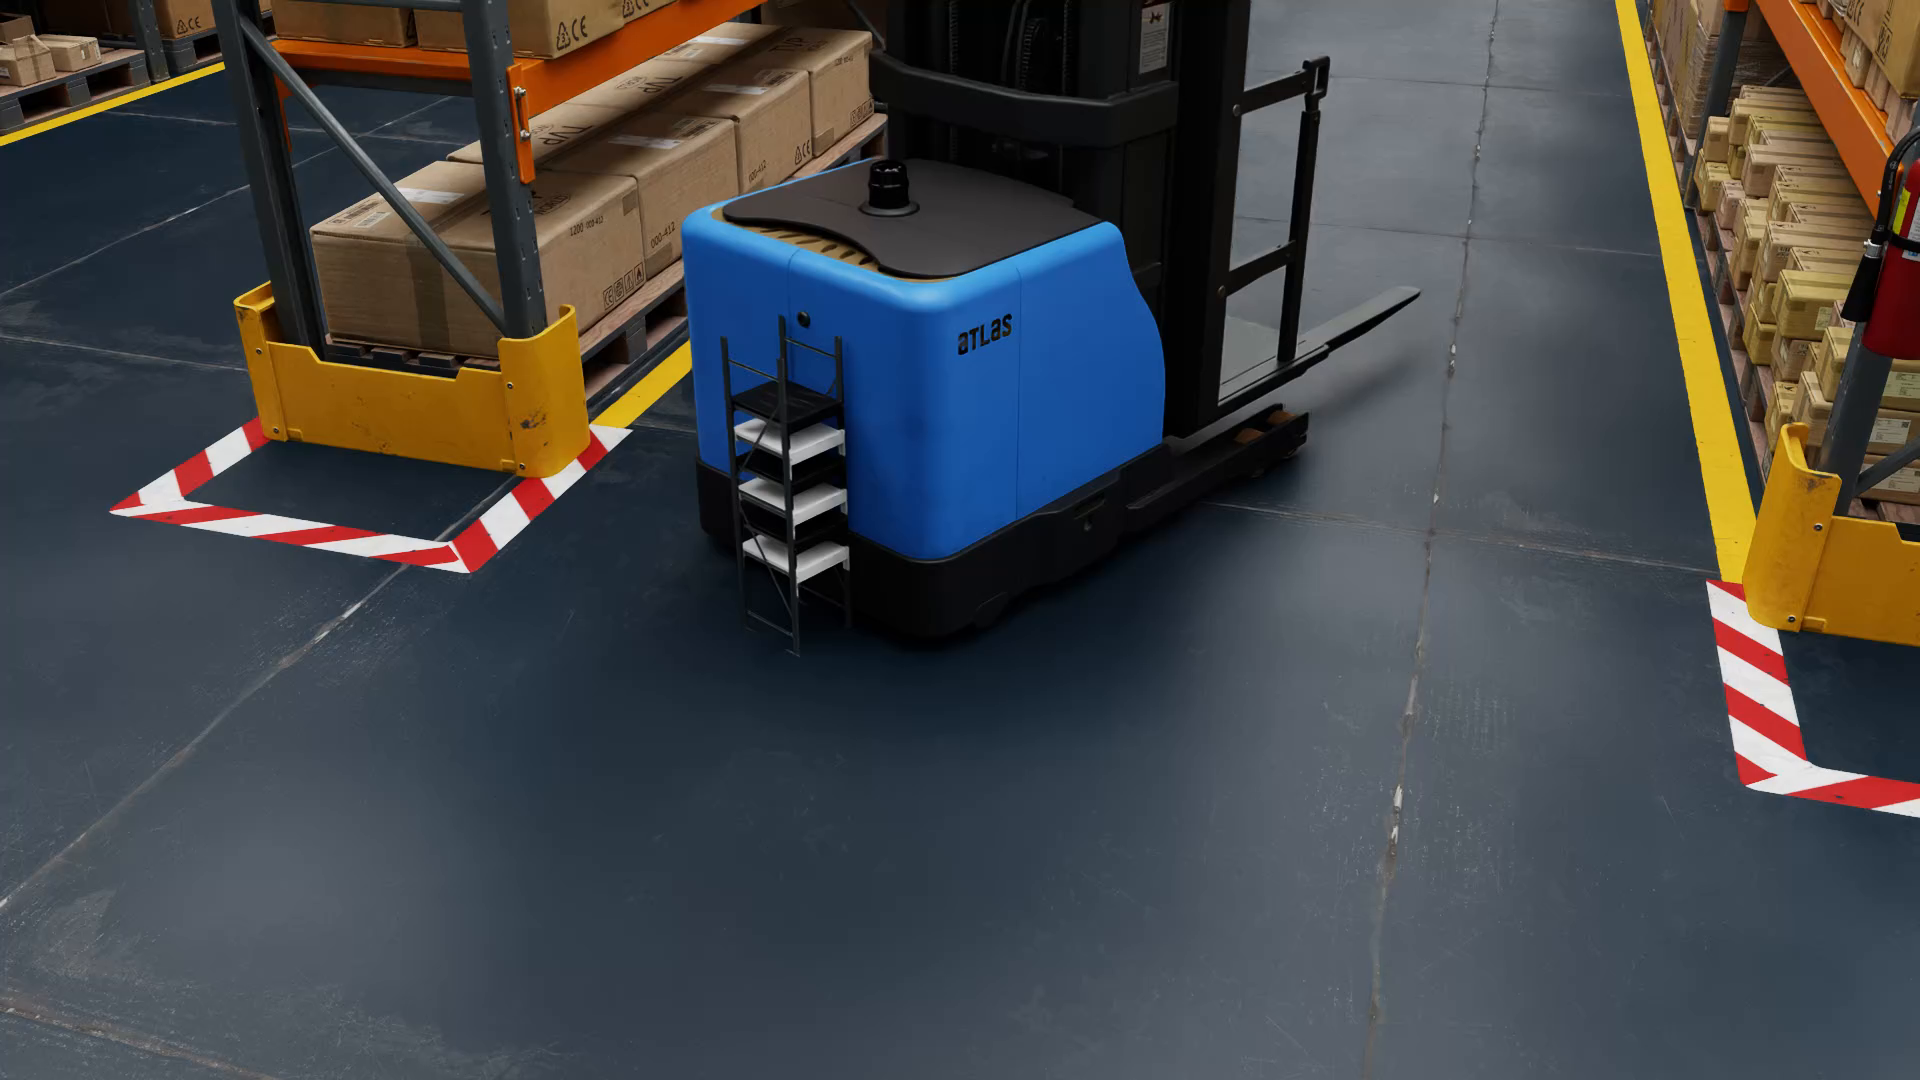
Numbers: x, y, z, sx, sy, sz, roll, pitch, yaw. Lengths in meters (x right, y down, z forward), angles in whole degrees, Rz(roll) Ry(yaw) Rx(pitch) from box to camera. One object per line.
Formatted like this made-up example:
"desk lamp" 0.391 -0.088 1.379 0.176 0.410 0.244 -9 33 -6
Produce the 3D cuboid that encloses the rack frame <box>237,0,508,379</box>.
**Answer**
"rack frame" -1.890 -1.685 5.193 0.949 2.616 0.053 8 30 15

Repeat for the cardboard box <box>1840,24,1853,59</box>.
"cardboard box" 3.027 -1.576 5.256 0.380 0.149 0.250 7 30 13

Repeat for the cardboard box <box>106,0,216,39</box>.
"cardboard box" -5.101 -3.534 10.656 0.500 0.500 0.500 10 31 17

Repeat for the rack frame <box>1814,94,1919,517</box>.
"rack frame" 2.875 -1.025 4.007 1.000 3.000 0.127 8 30 15

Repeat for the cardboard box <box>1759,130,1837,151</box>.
"cardboard box" 3.531 -1.582 6.898 0.380 0.149 0.250 8 30 14

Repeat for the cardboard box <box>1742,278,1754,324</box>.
"cardboard box" 3.143 -0.850 6.192 0.380 0.149 0.250 9 30 16

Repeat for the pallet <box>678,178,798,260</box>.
"pallet" -1.367 -1.414 7.574 1.003 0.211 1.213 8 30 15

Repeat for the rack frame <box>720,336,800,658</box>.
"rack frame" -0.538 -0.103 4.509 0.240 0.900 0.006 24 37 36

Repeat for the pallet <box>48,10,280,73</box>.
"pallet" -5.256 -3.415 11.171 1.003 0.211 1.213 8 30 15

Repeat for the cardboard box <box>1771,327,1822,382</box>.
"cardboard box" 2.908 -0.620 5.474 0.380 0.149 0.250 7 30 13

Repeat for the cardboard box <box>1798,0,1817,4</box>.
"cardboard box" 3.313 -2.070 6.144 0.380 0.149 0.250 10 31 17

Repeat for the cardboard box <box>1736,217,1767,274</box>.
"cardboard box" 3.195 -1.111 6.357 0.380 0.149 0.250 9 30 15

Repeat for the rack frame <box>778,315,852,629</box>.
"rack frame" -0.401 -0.176 4.640 0.240 0.900 0.006 24 37 36

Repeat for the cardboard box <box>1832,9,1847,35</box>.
"cardboard box" 3.225 -1.819 5.692 0.380 0.149 0.250 9 30 16

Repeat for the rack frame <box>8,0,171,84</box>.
"rack frame" -5.459 -4.250 9.804 1.000 3.000 0.127 8 30 15

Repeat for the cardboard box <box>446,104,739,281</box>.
"cardboard box" -1.528 -1.496 7.057 0.875 0.438 0.875 9 30 16

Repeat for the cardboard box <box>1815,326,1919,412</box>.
"cardboard box" 2.788 -0.505 4.960 0.380 0.149 0.250 9 30 15

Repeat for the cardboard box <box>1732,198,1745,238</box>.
"cardboard box" 3.507 -1.326 7.050 0.380 0.149 0.250 8 30 14

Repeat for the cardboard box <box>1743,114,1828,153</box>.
"cardboard box" 3.585 -1.707 7.121 0.392 0.149 0.269 10 30 17

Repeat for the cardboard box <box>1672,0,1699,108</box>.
"cardboard box" 4.177 -2.593 8.965 0.500 0.500 0.500 8 30 14

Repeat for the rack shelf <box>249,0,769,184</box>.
"rack shelf" -1.299 -2.299 7.038 1.077 0.370 4.000 8 30 15

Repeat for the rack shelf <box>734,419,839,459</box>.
"rack shelf" 6.006 -3.850 7.386 4.033 3.443 15.216 24 37 36

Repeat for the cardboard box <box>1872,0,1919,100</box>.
"cardboard box" 2.761 -1.444 4.352 0.500 0.500 0.500 9 30 16

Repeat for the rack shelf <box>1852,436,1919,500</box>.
"rack shelf" 2.878 -1.024 4.006 0.949 2.616 0.053 8 30 15

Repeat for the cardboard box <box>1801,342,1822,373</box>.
"cardboard box" 2.885 -0.492 5.244 0.380 0.149 0.250 8 30 14

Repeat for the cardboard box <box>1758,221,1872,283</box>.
"cardboard box" 3.034 -0.996 5.843 0.380 0.149 0.250 10 31 17

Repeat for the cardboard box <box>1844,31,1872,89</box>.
"cardboard box" 2.921 -1.458 5.043 0.380 0.149 0.250 9 30 16

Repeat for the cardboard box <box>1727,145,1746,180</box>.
"cardboard box" 3.648 -1.698 7.412 0.380 0.149 0.250 9 30 15

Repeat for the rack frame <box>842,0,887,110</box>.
"rack frame" -0.716 -3.544 8.535 0.949 2.616 0.053 8 30 15

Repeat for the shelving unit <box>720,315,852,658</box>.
"shelving unit" 5.995 -3.587 7.535 4.052 4.048 15.226 24 37 36

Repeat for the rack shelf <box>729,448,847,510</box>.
"rack shelf" -0.469 -0.189 4.547 0.258 0.077 0.200 24 37 36

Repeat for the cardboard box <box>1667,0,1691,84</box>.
"cardboard box" 4.331 -2.831 9.393 0.500 0.500 0.500 8 30 14

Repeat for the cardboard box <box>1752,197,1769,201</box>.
"cardboard box" 3.426 -1.330 6.751 0.380 0.149 0.250 10 31 17

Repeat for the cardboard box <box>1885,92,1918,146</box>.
"cardboard box" 2.701 -1.107 4.413 0.380 0.149 0.250 9 30 15

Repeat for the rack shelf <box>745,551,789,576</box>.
"rack shelf" -0.469 0.034 4.671 0.199 0.015 0.184 24 37 36

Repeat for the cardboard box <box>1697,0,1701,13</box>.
"cardboard box" 4.190 -2.922 8.785 0.500 0.250 0.500 10 31 17

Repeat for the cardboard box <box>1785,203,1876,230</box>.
"cardboard box" 15.729 -10.700 14.693 18.148 8.504 30.398 7 30 13

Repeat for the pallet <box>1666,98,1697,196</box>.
"pallet" 4.276 -2.027 8.677 1.003 0.211 1.213 8 30 15

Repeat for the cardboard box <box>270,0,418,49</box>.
"cardboard box" -1.998 -1.990 5.639 0.500 0.500 0.500 9 30 15

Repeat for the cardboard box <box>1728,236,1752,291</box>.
"cardboard box" 3.293 -1.089 6.623 0.380 0.149 0.250 8 30 14

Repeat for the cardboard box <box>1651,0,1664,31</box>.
"cardboard box" 1.953 -3.419 8.815 4.865 2.090 5.455 9 30 16

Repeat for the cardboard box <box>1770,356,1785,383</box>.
"cardboard box" 3.029 -0.598 5.740 0.380 0.149 0.250 9 30 15

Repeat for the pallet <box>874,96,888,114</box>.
"pallet" -0.558 -2.694 9.876 1.003 0.211 1.213 8 30 15

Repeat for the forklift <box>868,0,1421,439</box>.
"forklift" -1.198 -3.980 7.046 7.407 5.209 9.711 24 37 36

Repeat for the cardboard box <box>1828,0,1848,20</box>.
"cardboard box" 3.057 -1.920 5.207 0.500 0.500 0.500 9 30 15

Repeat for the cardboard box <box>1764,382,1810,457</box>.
"cardboard box" 2.809 -0.371 5.332 0.380 0.149 0.250 9 30 16

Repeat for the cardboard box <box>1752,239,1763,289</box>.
"cardboard box" 3.141 -0.979 6.120 0.380 0.149 0.250 10 31 17

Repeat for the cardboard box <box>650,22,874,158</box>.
"cardboard box" -0.999 -2.331 8.558 0.875 0.438 0.875 8 30 14

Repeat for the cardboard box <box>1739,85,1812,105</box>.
"cardboard box" 3.750 -1.951 7.560 0.380 0.149 0.250 10 31 17

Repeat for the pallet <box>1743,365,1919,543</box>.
"pallet" 3.170 -0.214 5.418 1.003 0.211 1.213 8 30 15

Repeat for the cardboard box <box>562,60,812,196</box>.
"cardboard box" -1.261 -1.914 7.810 0.875 0.438 0.875 8 30 13

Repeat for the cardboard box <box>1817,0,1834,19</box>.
"cardboard box" 3.279 -1.939 5.908 0.380 0.149 0.250 10 31 17

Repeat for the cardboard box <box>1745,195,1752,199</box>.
"cardboard box" 3.529 -1.455 6.974 0.380 0.149 0.250 7 30 12

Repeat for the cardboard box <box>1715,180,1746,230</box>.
"cardboard box" 3.534 -1.452 7.274 0.380 0.149 0.250 8 30 15
